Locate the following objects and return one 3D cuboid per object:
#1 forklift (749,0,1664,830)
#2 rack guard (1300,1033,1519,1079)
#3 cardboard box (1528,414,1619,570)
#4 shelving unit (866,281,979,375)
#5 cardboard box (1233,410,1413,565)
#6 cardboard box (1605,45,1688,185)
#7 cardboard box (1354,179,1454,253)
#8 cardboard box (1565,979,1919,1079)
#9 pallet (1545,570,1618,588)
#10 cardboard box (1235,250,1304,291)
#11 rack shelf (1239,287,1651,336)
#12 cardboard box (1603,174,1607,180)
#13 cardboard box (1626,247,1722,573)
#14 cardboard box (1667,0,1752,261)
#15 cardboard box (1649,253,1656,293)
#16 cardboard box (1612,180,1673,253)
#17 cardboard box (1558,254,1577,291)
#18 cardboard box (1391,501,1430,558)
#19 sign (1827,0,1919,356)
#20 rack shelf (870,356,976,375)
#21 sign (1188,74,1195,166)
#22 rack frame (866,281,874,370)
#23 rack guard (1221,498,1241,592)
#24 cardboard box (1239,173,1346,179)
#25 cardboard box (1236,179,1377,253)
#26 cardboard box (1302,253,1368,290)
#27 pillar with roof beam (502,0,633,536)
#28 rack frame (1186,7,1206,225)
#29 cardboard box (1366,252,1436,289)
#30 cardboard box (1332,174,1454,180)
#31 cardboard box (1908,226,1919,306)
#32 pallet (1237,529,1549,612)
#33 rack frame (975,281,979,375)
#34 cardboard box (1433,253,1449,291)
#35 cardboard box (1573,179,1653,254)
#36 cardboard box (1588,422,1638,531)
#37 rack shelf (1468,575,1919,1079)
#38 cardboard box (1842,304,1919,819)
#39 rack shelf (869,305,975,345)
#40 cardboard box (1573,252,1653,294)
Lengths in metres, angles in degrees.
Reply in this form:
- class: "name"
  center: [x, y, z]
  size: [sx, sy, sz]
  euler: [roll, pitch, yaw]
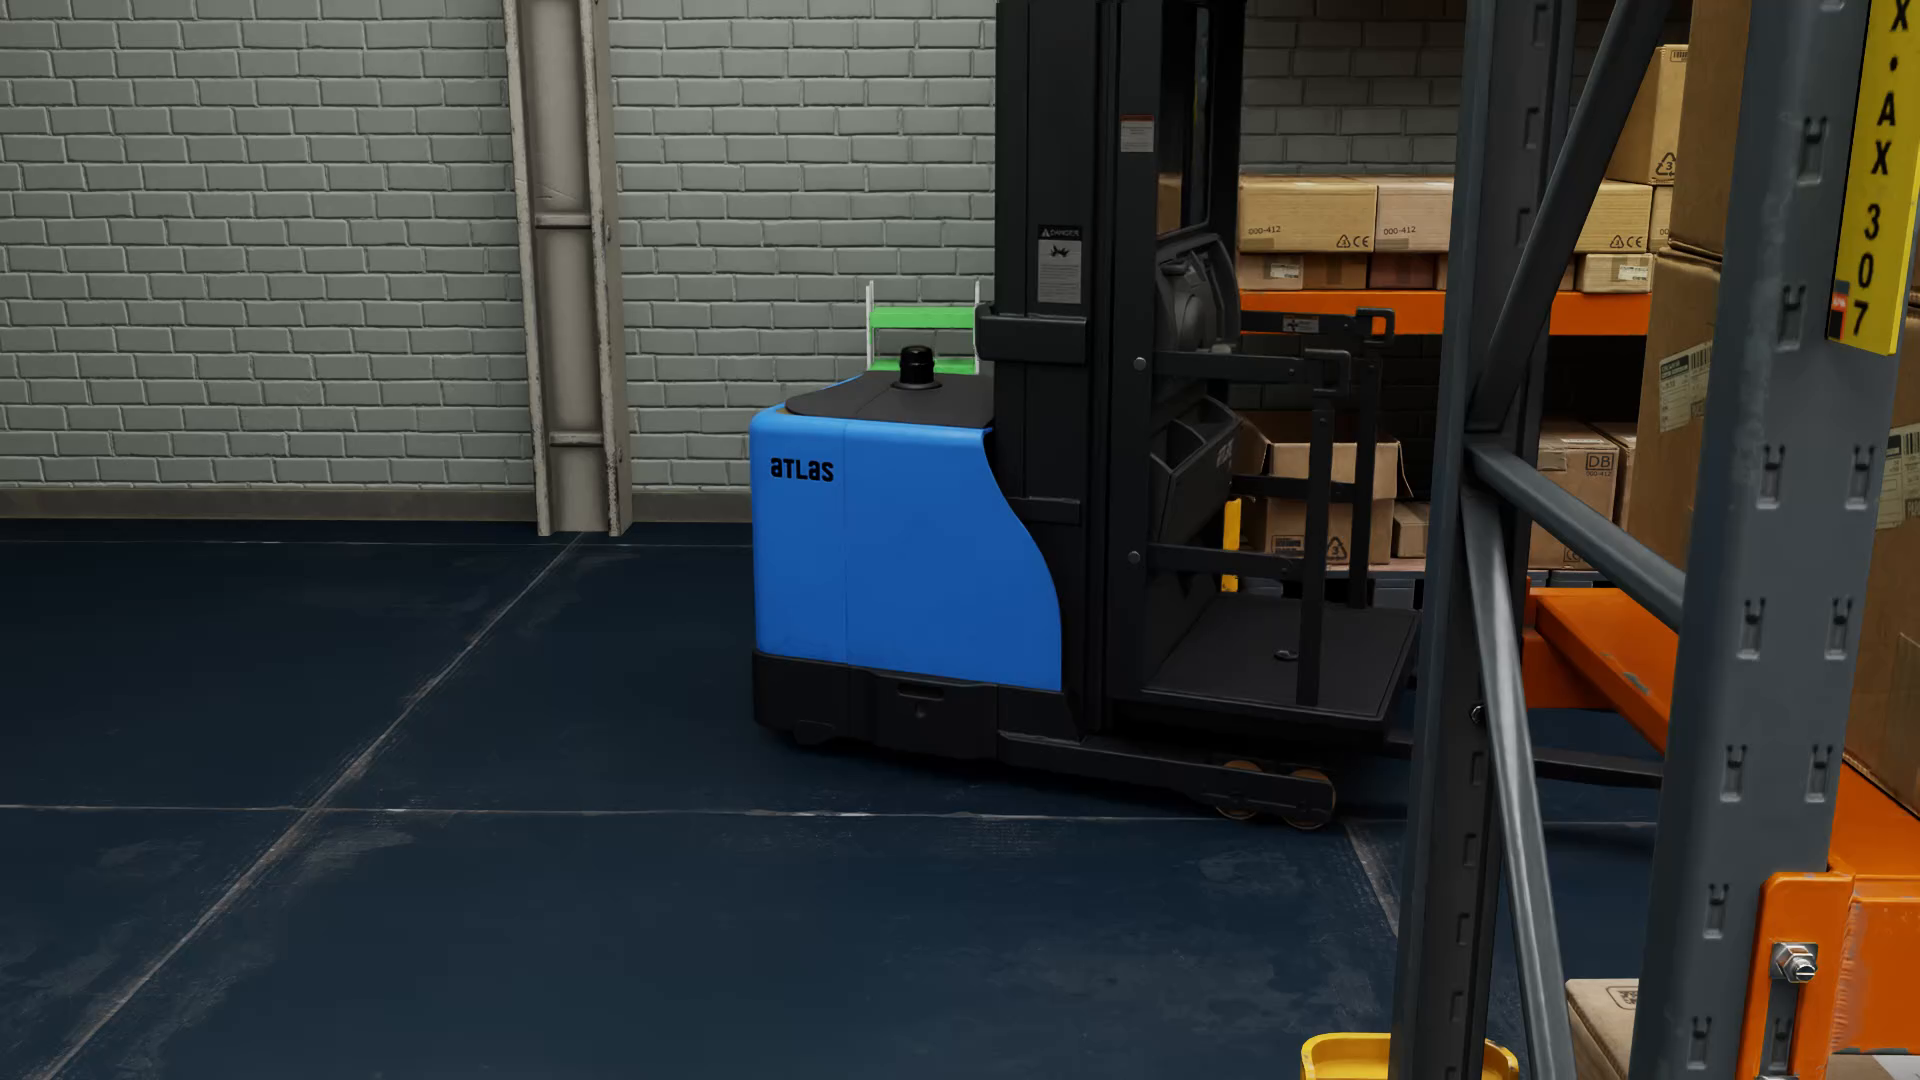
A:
- class: "forklift"
  center: [0.903, -0.748, 4.929]
  size: [3.031, 2.935, 1.130]
  euler: [6, 16, 20]
- class: "rack guard"
  center: [0.715, 1.213, 2.264]
  size: [0.348, 0.500, 1.175]
  euler: [0, 15, 1]
- class: "cardboard box"
  center: [2.325, -0.213, 6.842]
  size: [0.500, 0.500, 0.700]
  euler: [1, 15, 4]
- class: "shelving unit"
  center: [-0.166, -0.581, 7.691]
  size: [0.503, 1.200, 0.258]
  euler: [0, 15, 1]
- class: "cardboard box"
  center: [1.471, -0.230, 6.901]
  size: [0.637, 0.503, 0.797]
  euler: [0, 15, -1]
- class: "cardboard box"
  center: [2.809, -1.614, 6.320]
  size: [0.500, 0.500, 0.500]
  euler: [1, 15, 3]
- class: "cardboard box"
  center: [1.813, -1.258, 6.440]
  size: [0.500, 0.250, 0.500]
  euler: [1, 15, 2]
- class: "cardboard box"
  center: [1.402, 1.019, 2.298]
  size: [0.875, 0.438, 0.875]
  euler: [0, 15, 0]
- class: "pallet"
  center: [2.952, 0.101, 7.045]
  size: [1.213, 0.211, 1.003]
  euler: [0, 15, 1]
- class: "cardboard box"
  center: [1.184, -1.068, 6.501]
  size: [0.250, 0.149, 0.380]
  euler: [0, 15, 1]
- class: "rack shelf"
  center: [2.862, -0.901, 6.785]
  size: [4.000, 0.370, 1.077]
  euler: [0, 15, 1]
- class: "cardboard box"
  center: [2.862, -1.386, 6.925]
  size: [0.500, 0.250, 0.500]
  euler: [0, 15, 1]
- class: "cardboard box"
  center: [1.228, -0.109, 2.176]
  size: [0.500, 0.500, 0.500]
  euler: [0, 15, 2]
- class: "cardboard box"
  center: [1.227, -0.585, 2.022]
  size: [0.500, 0.500, 0.500]
  euler: [1, 15, 3]
- class: "cardboard box"
  center: [2.734, -1.051, 6.434]
  size: [0.250, 0.149, 0.380]
  euler: [1, 15, 3]
- class: "cardboard box"
  center: [2.832, -1.258, 6.438]
  size: [0.500, 0.250, 0.500]
  euler: [0, 15, 0]
- class: "cardboard box"
  center: [2.220, -1.068, 6.500]
  size: [0.250, 0.149, 0.380]
  euler: [1, 15, 2]
- class: "cardboard box"
  center: [1.895, -0.045, 6.898]
  size: [0.250, 0.149, 0.380]
  euler: [0, 15, -1]
- class: "sign"
  center: [0.719, -0.311, 1.288]
  size: [0.005, 0.325, 0.100]
  euler: [0, 15, 1]
- class: "rack shelf"
  center: [-0.166, -0.752, 7.646]
  size: [0.480, 0.148, 0.258]
  euler: [0, 15, 1]
- class: "sign"
  center: [0.849, -1.542, 6.107]
  size: [0.005, 0.325, 0.100]
  euler: [0, 15, 1]
- class: "rack frame"
  center: [-0.410, -0.583, 7.697]
  size: [0.015, 1.200, 0.240]
  euler: [0, 15, 1]
- class: "rack guard"
  center: [0.938, -0.053, 7.059]
  size: [0.348, 0.500, 1.175]
  euler: [0, 15, 1]
- class: "cardboard box"
  center: [1.329, -1.398, 6.969]
  size: [0.500, 0.250, 0.500]
  euler: [1, 15, 3]
- class: "cardboard box"
  center: [1.309, -1.261, 6.452]
  size: [0.500, 0.250, 0.500]
  euler: [0, 15, 2]
- class: "cardboard box"
  center: [1.439, -1.078, 6.540]
  size: [0.250, 0.149, 0.380]
  euler: [1, 15, 3]
- class: "pillar with roof beam"
  center: [-1.920, -3.312, 2.754]
  size: [0.400, 9.000, 9.100]
  euler: [0, 15, 1]
- class: "rack frame"
  center: [0.862, -1.262, 6.742]
  size: [0.127, 3.000, 1.000]
  euler: [0, 15, 1]
- class: "cardboard box"
  center: [1.703, -1.085, 6.567]
  size: [0.250, 0.149, 0.380]
  euler: [0, 15, 1]
- class: "cardboard box"
  center: [1.844, -1.394, 6.955]
  size: [0.500, 0.250, 0.500]
  euler: [0, 15, 2]
- class: "cardboard box"
  center: [1.212, -0.452, 1.517]
  size: [0.500, 0.500, 0.500]
  euler: [0, 15, 0]
- class: "pallet"
  center: [1.735, 0.092, 7.077]
  size: [1.213, 0.211, 1.003]
  euler: [0, 15, 1]
- class: "rack frame"
  center: [0.078, -0.580, 7.685]
  size: [0.015, 1.200, 0.240]
  euler: [0, 15, 1]
- class: "cardboard box"
  center: [1.954, -1.068, 6.501]
  size: [0.250, 0.149, 0.380]
  euler: [1, 15, 3]
- class: "cardboard box"
  center: [2.320, -1.256, 6.430]
  size: [0.500, 0.250, 0.500]
  euler: [0, 15, 0]
- class: "cardboard box"
  center: [2.851, -0.184, 6.733]
  size: [0.500, 0.500, 0.500]
  euler: [1, 15, 2]
- class: "rack shelf"
  center: [2.739, 0.365, 1.987]
  size: [4.000, 0.370, 1.077]
  euler: [0, 15, 1]
- class: "cardboard box"
  center: [1.212, 0.032, 1.642]
  size: [0.500, 0.500, 0.500]
  euler: [0, 15, 1]
- class: "rack shelf"
  center: [-0.166, -0.984, 7.585]
  size: [0.480, 0.148, 0.258]
  euler: [0, 15, 1]
- class: "cardboard box"
  center: [2.470, -1.047, 6.421]
  size: [0.250, 0.149, 0.380]
  euler: [0, 15, 0]
